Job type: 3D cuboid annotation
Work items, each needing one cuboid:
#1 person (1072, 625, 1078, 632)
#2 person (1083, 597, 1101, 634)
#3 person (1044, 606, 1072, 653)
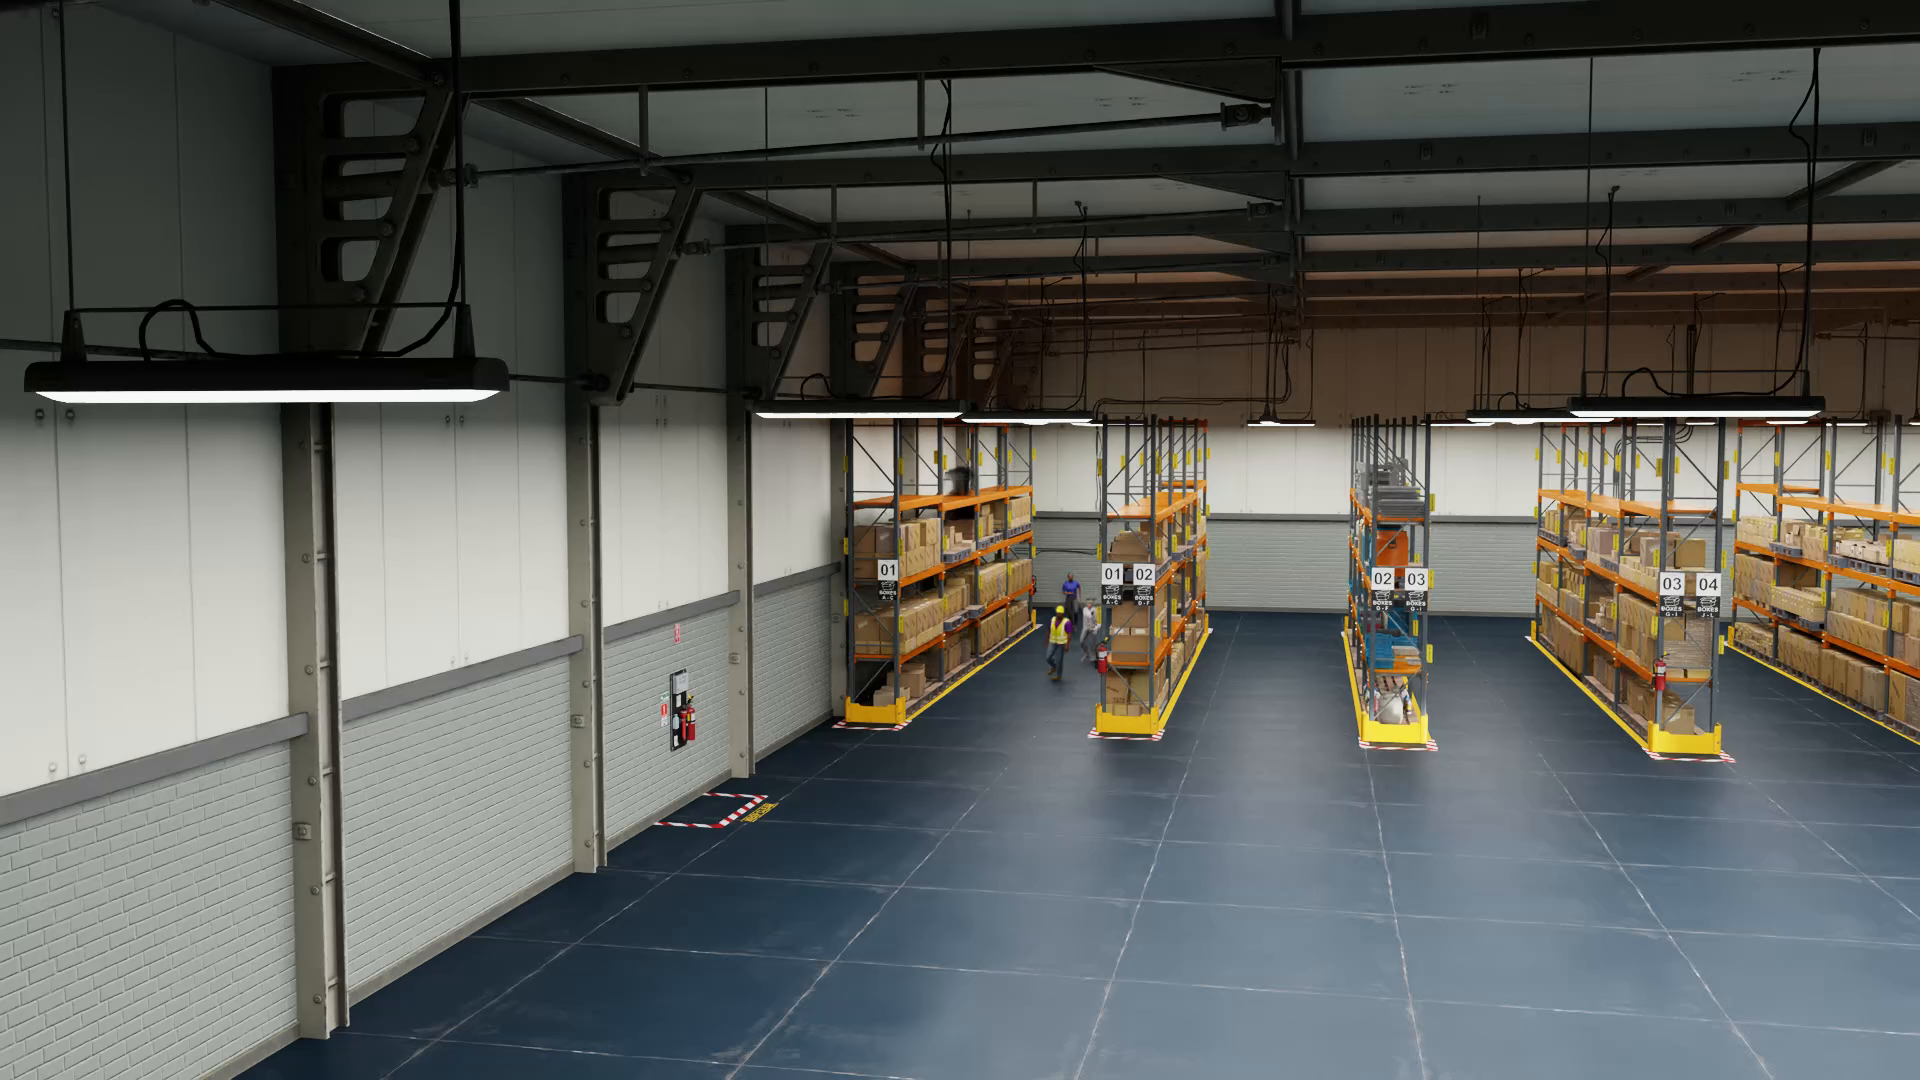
[{"bbox_3d":[3.237,2.437,47.351,0.229,0.360,0.597,0,4,1],"label":"person"},{"bbox_3d":[3.198,1.835,40.664,0.591,0.882,0.592,2,4,26],"label":"person"},{"bbox_3d":[2.193,2.008,37.737,0.697,1.045,0.373,2,4,24],"label":"person"}]
